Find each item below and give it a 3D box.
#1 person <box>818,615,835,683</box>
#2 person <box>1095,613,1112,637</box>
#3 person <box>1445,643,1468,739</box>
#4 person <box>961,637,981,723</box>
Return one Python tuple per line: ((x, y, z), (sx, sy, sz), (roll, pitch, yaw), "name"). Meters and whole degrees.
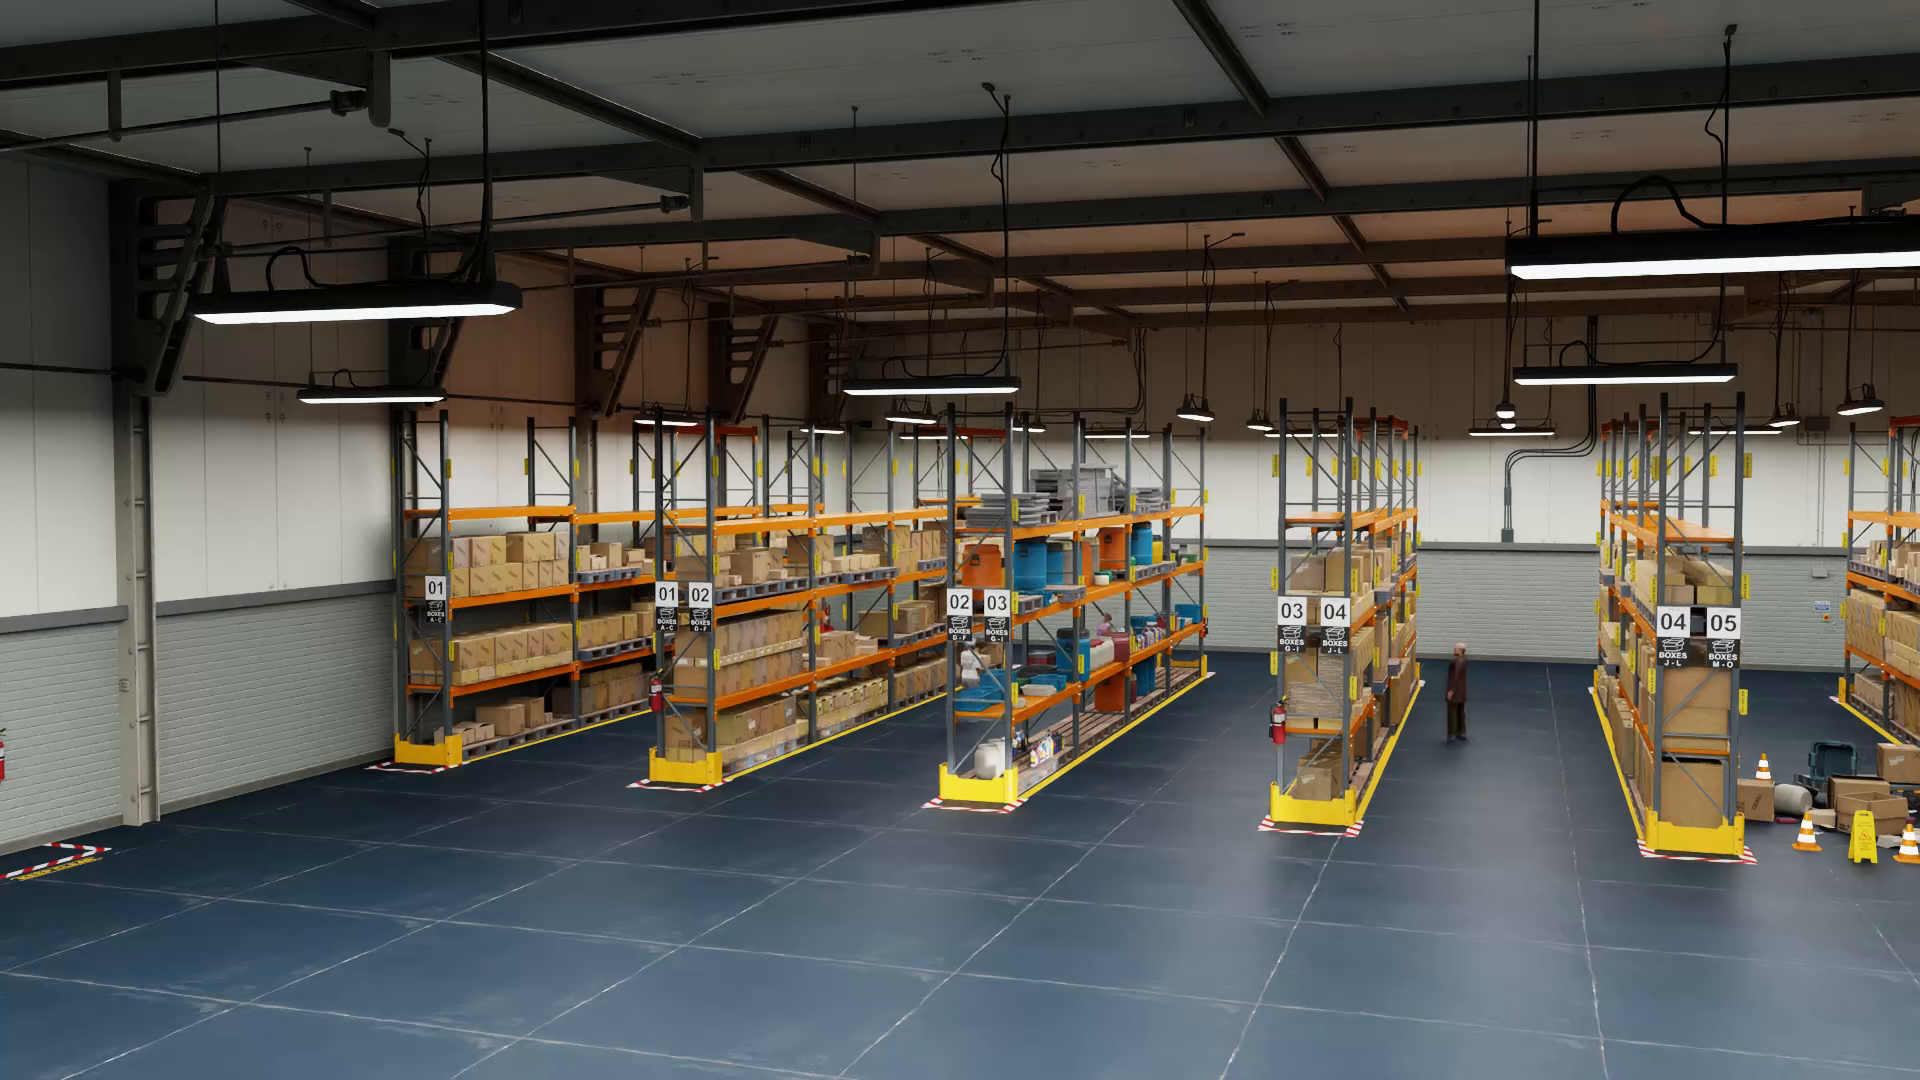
((-2.974, 2.547, 37.190), (0.680, 1.739, 0.529), (-2, 3, -42), "person")
((3.417, 2.518, 39.862), (0.503, 1.535, 0.823), (1, 3, 18), "person")
((9.179, 2.789, 30.842), (0.586, 1.784, 0.501), (-2, 3, -41), "person")
((0.232, 2.746, 32.608), (0.447, 1.694, 0.448), (-2, 3, -34), "person")
